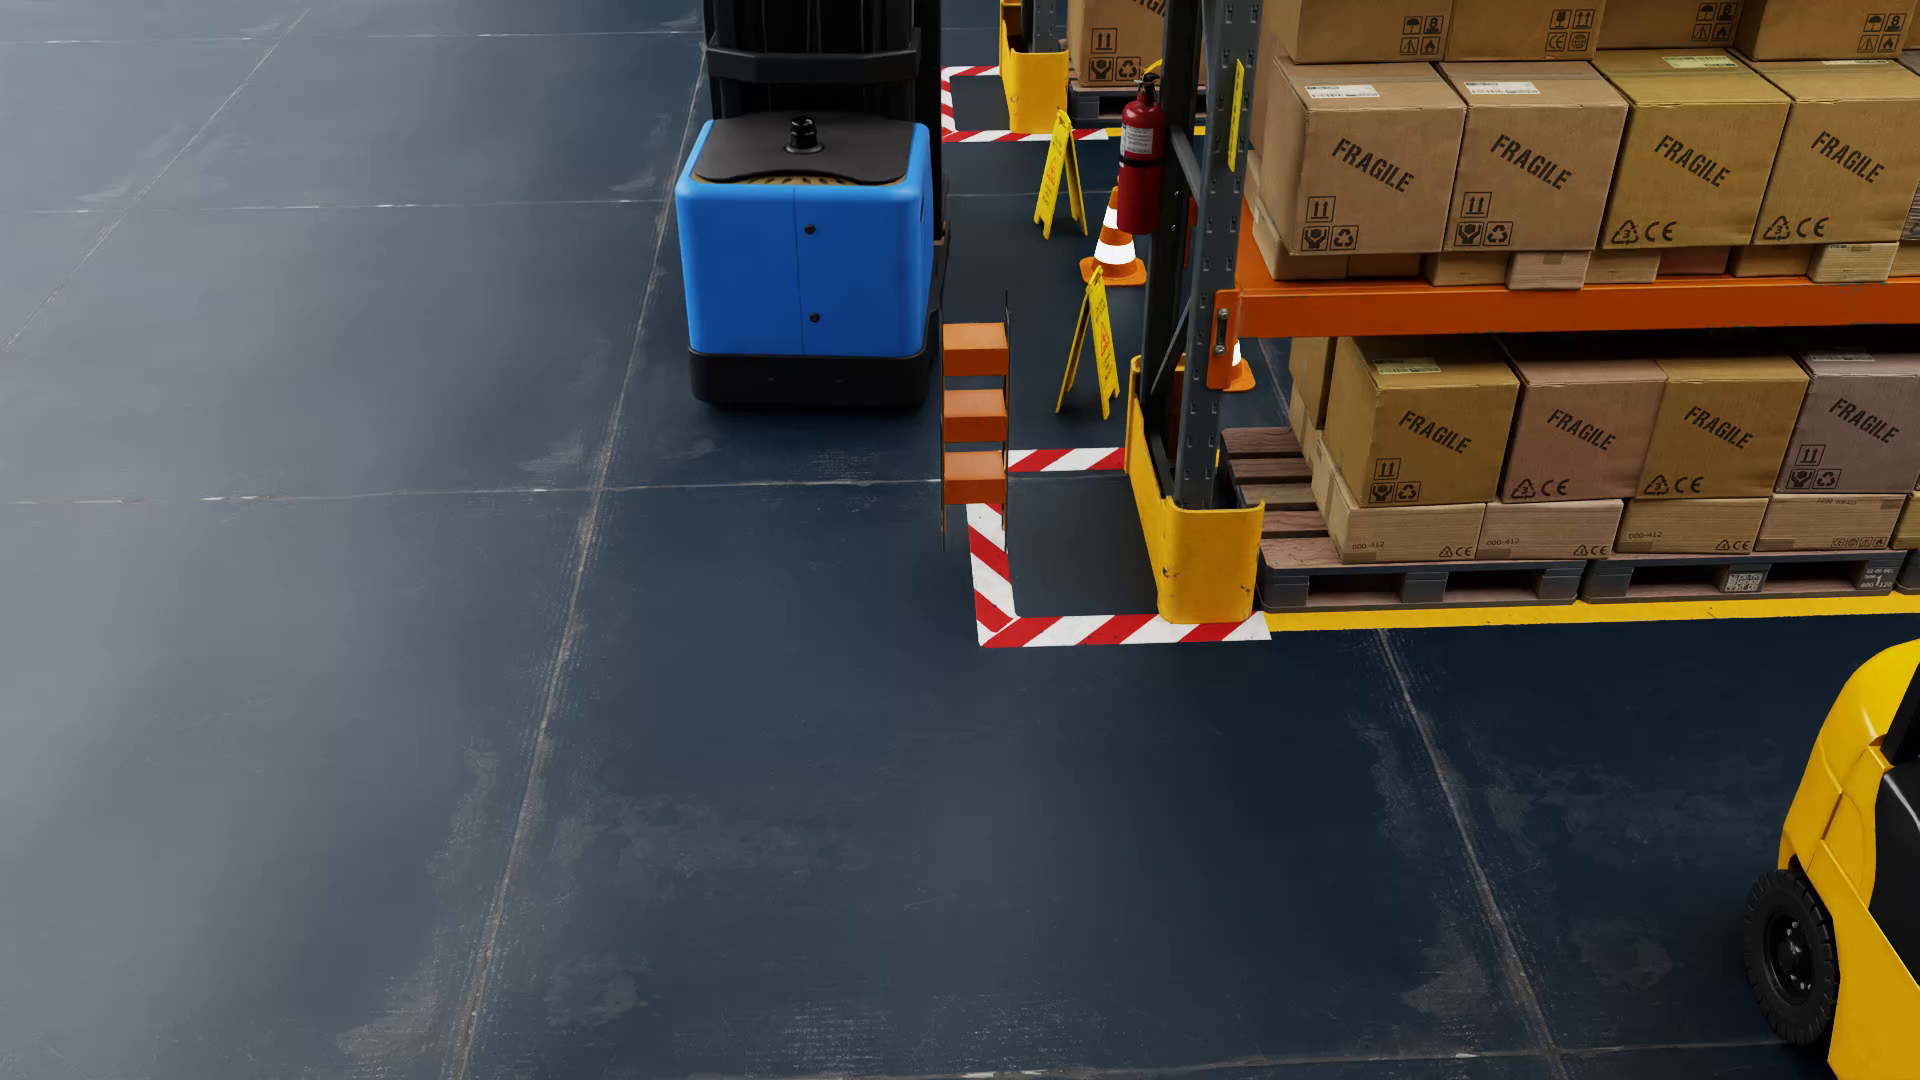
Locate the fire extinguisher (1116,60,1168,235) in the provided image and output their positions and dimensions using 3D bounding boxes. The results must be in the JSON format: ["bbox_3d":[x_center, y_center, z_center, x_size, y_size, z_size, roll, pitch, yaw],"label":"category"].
[{"bbox_3d":[0.683,-1.481,6.193,0.183,0.674,0.296,-2,35,-2],"label":"fire extinguisher"}]

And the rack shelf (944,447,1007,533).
[{"bbox_3d":[0.053,-0.196,6.488,0.240,0.259,0.215,-2,35,-2],"label":"rack shelf"}]

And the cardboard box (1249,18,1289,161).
[{"bbox_3d":[1.348,-1.588,5.931,0.500,0.500,0.500,-2,35,-3],"label":"cardboard box"}]

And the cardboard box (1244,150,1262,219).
[{"bbox_3d":[1.183,-1.282,6.058,0.250,0.149,0.380,0,35,-1],"label":"cardboard box"}]

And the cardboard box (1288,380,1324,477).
[{"bbox_3d":[1.638,-0.471,6.713,0.500,0.250,0.500,-2,35,-2],"label":"cardboard box"}]

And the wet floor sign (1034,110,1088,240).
[{"bbox_3d":[0.549,-1.970,8.901,0.232,0.644,0.267,-7,35,-10],"label":"wet floor sign"}]

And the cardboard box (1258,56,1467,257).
[{"bbox_3d":[1.305,-1.272,5.474,0.500,0.500,0.500,-2,35,-3],"label":"cardboard box"}]

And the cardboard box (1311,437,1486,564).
[{"bbox_3d":[1.638,-0.160,6.264,0.500,0.250,0.500,-2,35,-3],"label":"cardboard box"}]

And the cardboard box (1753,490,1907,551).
[{"bbox_3d":[3.197,-0.204,6.327,0.500,0.250,0.500,-1,35,-1],"label":"cardboard box"}]

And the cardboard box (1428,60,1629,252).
[{"bbox_3d":[1.823,-1.288,5.497,0.500,0.500,0.500,-1,35,-1],"label":"cardboard box"}]

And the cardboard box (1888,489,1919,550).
[{"bbox_3d":[3.705,-0.215,6.343,0.500,0.250,0.500,-2,35,-3],"label":"cardboard box"}]

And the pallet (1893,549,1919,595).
[{"bbox_3d":[4.146,-0.177,6.691,1.213,0.211,1.003,-2,35,-2],"label":"pallet"}]

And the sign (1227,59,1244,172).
[{"bbox_3d":[0.845,-1.301,5.105,0.005,0.325,0.100,-2,35,-2],"label":"sign"}]

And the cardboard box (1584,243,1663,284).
[{"bbox_3d":[2.201,-1.025,5.686,0.250,0.149,0.380,-1,35,-1],"label":"cardboard box"}]

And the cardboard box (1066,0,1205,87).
[{"bbox_3d":[1.158,-3.420,10.424,0.875,0.875,0.875,-1,35,-2],"label":"cardboard box"}]

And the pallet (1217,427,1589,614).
[{"bbox_3d":[1.708,-0.111,6.596,1.213,0.211,1.003,-2,35,-2],"label":"pallet"}]

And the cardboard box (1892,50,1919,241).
[{"bbox_3d":[3.351,-1.337,5.568,0.500,0.500,0.500,-1,35,-1],"label":"cardboard box"}]

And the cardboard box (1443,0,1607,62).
[{"bbox_3d":[1.825,-1.975,5.612,0.500,0.500,0.700,-1,35,-2],"label":"cardboard box"}]

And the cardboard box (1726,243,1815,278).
[{"bbox_3d":[2.727,-1.056,5.732,0.250,0.149,0.380,-2,35,-3],"label":"cardboard box"}]

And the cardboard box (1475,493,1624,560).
[{"bbox_3d":[2.148,-0.170,6.278,0.500,0.250,0.500,0,35,-1],"label":"cardboard box"}]

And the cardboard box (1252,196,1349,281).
[{"bbox_3d":[1.168,-1.042,5.711,0.250,0.149,0.380,-1,35,-2],"label":"cardboard box"}]

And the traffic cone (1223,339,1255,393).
[{"bbox_3d":[1.188,-0.955,7.595,0.334,0.463,0.336,-2,35,-2],"label":"traffic cone"}]

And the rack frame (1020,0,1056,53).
[{"bbox_3d":[0.484,-4.065,9.858,0.127,3.000,1.000,-2,35,-2],"label":"rack frame"}]

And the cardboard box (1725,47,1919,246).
[{"bbox_3d":[2.839,-1.321,5.544,0.500,0.500,0.500,-2,35,-3],"label":"cardboard box"}]

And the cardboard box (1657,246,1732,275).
[{"bbox_3d":[2.462,-1.066,5.746,0.250,0.149,0.380,0,35,-1],"label":"cardboard box"}]

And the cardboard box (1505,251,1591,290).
[{"bbox_3d":[1.944,-0.999,5.649,0.250,0.149,0.380,-1,35,-1],"label":"cardboard box"}]

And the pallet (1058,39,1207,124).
[{"bbox_3d":[1.279,-2.984,10.747,1.213,0.211,1.003,-2,35,-2],"label":"pallet"}]

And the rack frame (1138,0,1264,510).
[{"bbox_3d":[0.819,-1.254,5.797,0.127,3.000,1.000,-2,35,-2],"label":"rack frame"}]

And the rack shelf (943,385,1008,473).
[{"bbox_3d":[0.053,-0.424,6.330,0.240,0.259,0.215,-2,35,-2],"label":"rack shelf"}]

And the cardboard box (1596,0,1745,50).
[{"bbox_3d":[2.330,-2.048,5.716,0.500,0.500,0.700,-2,35,-3],"label":"cardboard box"}]

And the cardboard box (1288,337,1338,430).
[{"bbox_3d":[1.607,-0.774,6.492,0.500,0.500,0.500,-1,35,-2],"label":"cardboard box"}]

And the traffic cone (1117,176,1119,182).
[{"bbox_3d":[1.082,-2.229,9.435,0.334,0.463,0.336,-2,35,-2],"label":"traffic cone"}]

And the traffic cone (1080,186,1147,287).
[{"bbox_3d":[0.796,-1.577,8.493,0.334,0.463,0.336,-2,35,-2],"label":"traffic cone"}]

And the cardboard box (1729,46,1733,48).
[{"bbox_3d":[2.856,-1.614,5.968,0.500,0.500,0.500,-1,35,-2],"label":"cardboard box"}]

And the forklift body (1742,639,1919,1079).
[{"bbox_3d":[2.866,0.829,3.534,1.214,2.155,2.313,-2,35,-2],"label":"forklift body"}]

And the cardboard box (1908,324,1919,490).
[{"bbox_3d":[3.729,-0.529,6.137,0.500,0.500,0.500,-1,35,-1],"label":"cardboard box"}]

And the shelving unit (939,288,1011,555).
[{"bbox_3d":[0.053,-0.433,6.324,0.252,1.050,0.215,-2,35,-2],"label":"shelving unit"}]

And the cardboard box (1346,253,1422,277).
[{"bbox_3d":[1.420,-1.057,5.733,0.250,0.149,0.380,-1,35,-2],"label":"cardboard box"}]

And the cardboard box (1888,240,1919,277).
[{"bbox_3d":[3.236,-1.057,5.733,0.250,0.149,0.380,-2,35,-3],"label":"cardboard box"}]

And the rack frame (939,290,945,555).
[{"bbox_3d":[-0.069,-0.430,6.320,0.008,1.050,0.200,-2,35,-2],"label":"rack frame"}]

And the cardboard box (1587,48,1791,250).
[{"bbox_3d":[2.332,-1.302,5.518,0.500,0.500,0.500,-2,35,-3],"label":"cardboard box"}]

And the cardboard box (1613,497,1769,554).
[{"bbox_3d":[2.693,-0.192,6.309,0.500,0.250,0.500,1,35,1],"label":"cardboard box"}]

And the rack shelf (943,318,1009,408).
[{"bbox_3d":[0.053,-0.658,6.169,0.240,0.259,0.215,-2,35,-2],"label":"rack shelf"}]

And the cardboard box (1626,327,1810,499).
[{"bbox_3d":[2.685,-0.495,6.089,0.500,0.500,0.500,-1,35,-1],"label":"cardboard box"}]

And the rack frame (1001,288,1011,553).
[{"bbox_3d":[0.175,-0.436,6.329,0.008,1.050,0.200,-2,35,-2],"label":"rack frame"}]

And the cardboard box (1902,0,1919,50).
[{"bbox_3d":[3.351,-2.048,5.716,0.500,0.500,0.700,-2,35,-3],"label":"cardboard box"}]

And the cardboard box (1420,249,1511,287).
[{"bbox_3d":[1.689,-1.018,5.677,0.250,0.149,0.380,-3,35,-4],"label":"cardboard box"}]

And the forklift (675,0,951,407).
[{"bbox_3d":[-0.620,-2.606,7.811,1.130,2.935,3.031,1,35,2],"label":"forklift"}]

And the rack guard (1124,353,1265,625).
[{"bbox_3d":[0.895,-0.228,6.511,0.348,0.500,1.175,-2,35,-2],"label":"rack guard"}]

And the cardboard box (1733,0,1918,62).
[{"bbox_3d":[2.834,-1.982,5.621,0.500,0.500,0.700,-2,35,-3],"label":"cardboard box"}]

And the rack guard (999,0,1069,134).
[{"bbox_3d":[0.460,-3.036,10.569,0.348,0.500,1.175,-2,35,-2],"label":"rack guard"}]

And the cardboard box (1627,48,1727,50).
[{"bbox_3d":[2.349,-1.611,5.963,0.500,0.500,0.500,-2,35,-2],"label":"cardboard box"}]

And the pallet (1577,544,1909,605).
[{"bbox_3d":[2.924,-0.142,6.641,1.213,0.211,1.003,-2,35,-2],"label":"pallet"}]

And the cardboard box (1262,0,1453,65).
[{"bbox_3d":[1.319,-1.966,5.598,0.500,0.500,0.700,-2,35,-3],"label":"cardboard box"}]

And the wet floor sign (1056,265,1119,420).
[{"bbox_3d":[0.579,-0.889,7.338,0.232,0.644,0.267,10,36,14],"label":"wet floor sign"}]

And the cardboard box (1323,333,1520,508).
[{"bbox_3d":[1.662,-0.470,6.052,0.500,0.500,0.500,-3,35,-4],"label":"cardboard box"}]

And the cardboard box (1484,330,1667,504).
[{"bbox_3d":[2.184,-0.486,6.076,0.500,0.500,0.500,-3,35,-4],"label":"cardboard box"}]

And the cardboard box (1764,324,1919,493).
[{"bbox_3d":[3.219,-0.514,6.116,0.500,0.500,0.500,0,35,0],"label":"cardboard box"}]

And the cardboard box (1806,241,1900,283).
[{"bbox_3d":[2.981,-1.030,5.694,0.250,0.149,0.380,-1,35,-2],"label":"cardboard box"}]

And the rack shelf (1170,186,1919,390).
[{"bbox_3d":[2.817,-1.012,6.079,4.000,0.370,1.077,-2,35,-2],"label":"rack shelf"}]
